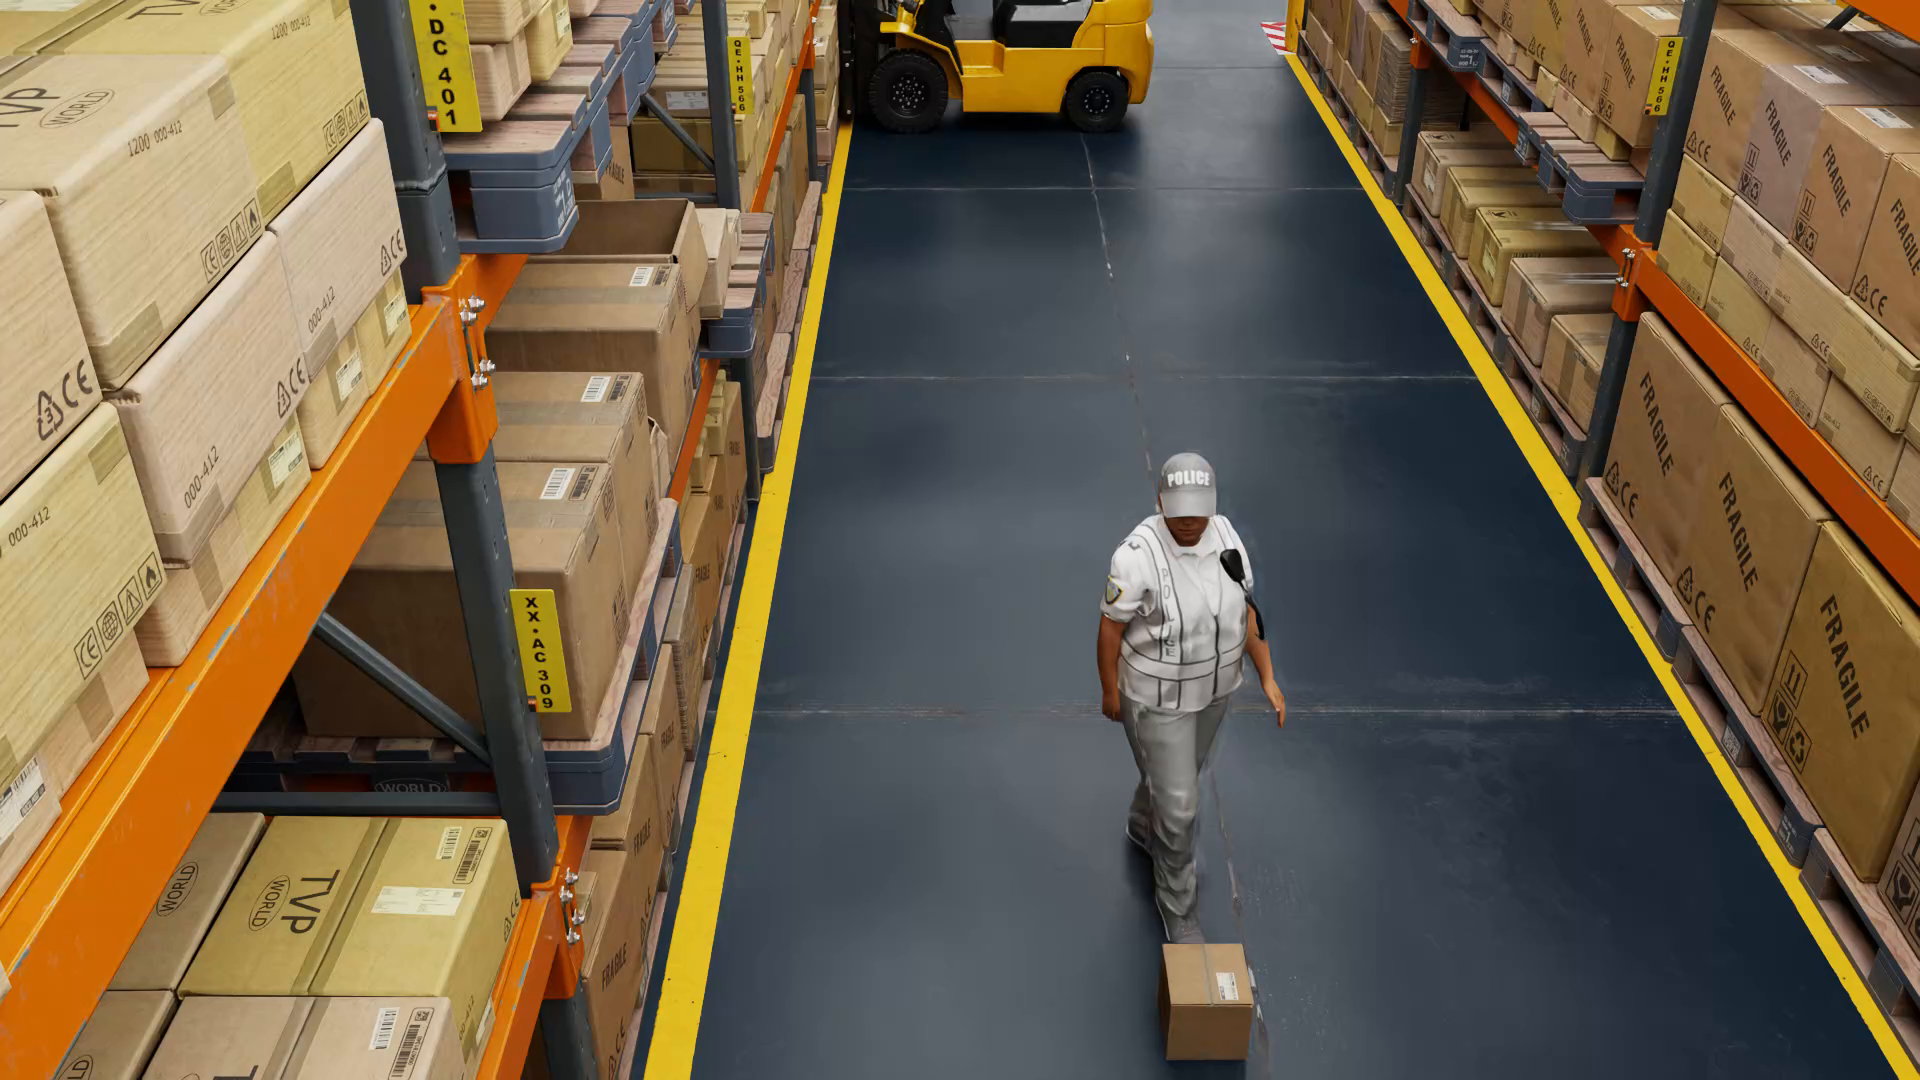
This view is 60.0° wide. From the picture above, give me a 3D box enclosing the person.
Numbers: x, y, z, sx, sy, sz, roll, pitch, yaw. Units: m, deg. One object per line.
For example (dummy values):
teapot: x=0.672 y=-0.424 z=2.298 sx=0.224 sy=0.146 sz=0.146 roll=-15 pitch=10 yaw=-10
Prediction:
person: x=0.742 y=0.524 z=5.329 sx=0.498 sy=1.731 sz=0.594 roll=-21 pitch=37 yaw=-30
